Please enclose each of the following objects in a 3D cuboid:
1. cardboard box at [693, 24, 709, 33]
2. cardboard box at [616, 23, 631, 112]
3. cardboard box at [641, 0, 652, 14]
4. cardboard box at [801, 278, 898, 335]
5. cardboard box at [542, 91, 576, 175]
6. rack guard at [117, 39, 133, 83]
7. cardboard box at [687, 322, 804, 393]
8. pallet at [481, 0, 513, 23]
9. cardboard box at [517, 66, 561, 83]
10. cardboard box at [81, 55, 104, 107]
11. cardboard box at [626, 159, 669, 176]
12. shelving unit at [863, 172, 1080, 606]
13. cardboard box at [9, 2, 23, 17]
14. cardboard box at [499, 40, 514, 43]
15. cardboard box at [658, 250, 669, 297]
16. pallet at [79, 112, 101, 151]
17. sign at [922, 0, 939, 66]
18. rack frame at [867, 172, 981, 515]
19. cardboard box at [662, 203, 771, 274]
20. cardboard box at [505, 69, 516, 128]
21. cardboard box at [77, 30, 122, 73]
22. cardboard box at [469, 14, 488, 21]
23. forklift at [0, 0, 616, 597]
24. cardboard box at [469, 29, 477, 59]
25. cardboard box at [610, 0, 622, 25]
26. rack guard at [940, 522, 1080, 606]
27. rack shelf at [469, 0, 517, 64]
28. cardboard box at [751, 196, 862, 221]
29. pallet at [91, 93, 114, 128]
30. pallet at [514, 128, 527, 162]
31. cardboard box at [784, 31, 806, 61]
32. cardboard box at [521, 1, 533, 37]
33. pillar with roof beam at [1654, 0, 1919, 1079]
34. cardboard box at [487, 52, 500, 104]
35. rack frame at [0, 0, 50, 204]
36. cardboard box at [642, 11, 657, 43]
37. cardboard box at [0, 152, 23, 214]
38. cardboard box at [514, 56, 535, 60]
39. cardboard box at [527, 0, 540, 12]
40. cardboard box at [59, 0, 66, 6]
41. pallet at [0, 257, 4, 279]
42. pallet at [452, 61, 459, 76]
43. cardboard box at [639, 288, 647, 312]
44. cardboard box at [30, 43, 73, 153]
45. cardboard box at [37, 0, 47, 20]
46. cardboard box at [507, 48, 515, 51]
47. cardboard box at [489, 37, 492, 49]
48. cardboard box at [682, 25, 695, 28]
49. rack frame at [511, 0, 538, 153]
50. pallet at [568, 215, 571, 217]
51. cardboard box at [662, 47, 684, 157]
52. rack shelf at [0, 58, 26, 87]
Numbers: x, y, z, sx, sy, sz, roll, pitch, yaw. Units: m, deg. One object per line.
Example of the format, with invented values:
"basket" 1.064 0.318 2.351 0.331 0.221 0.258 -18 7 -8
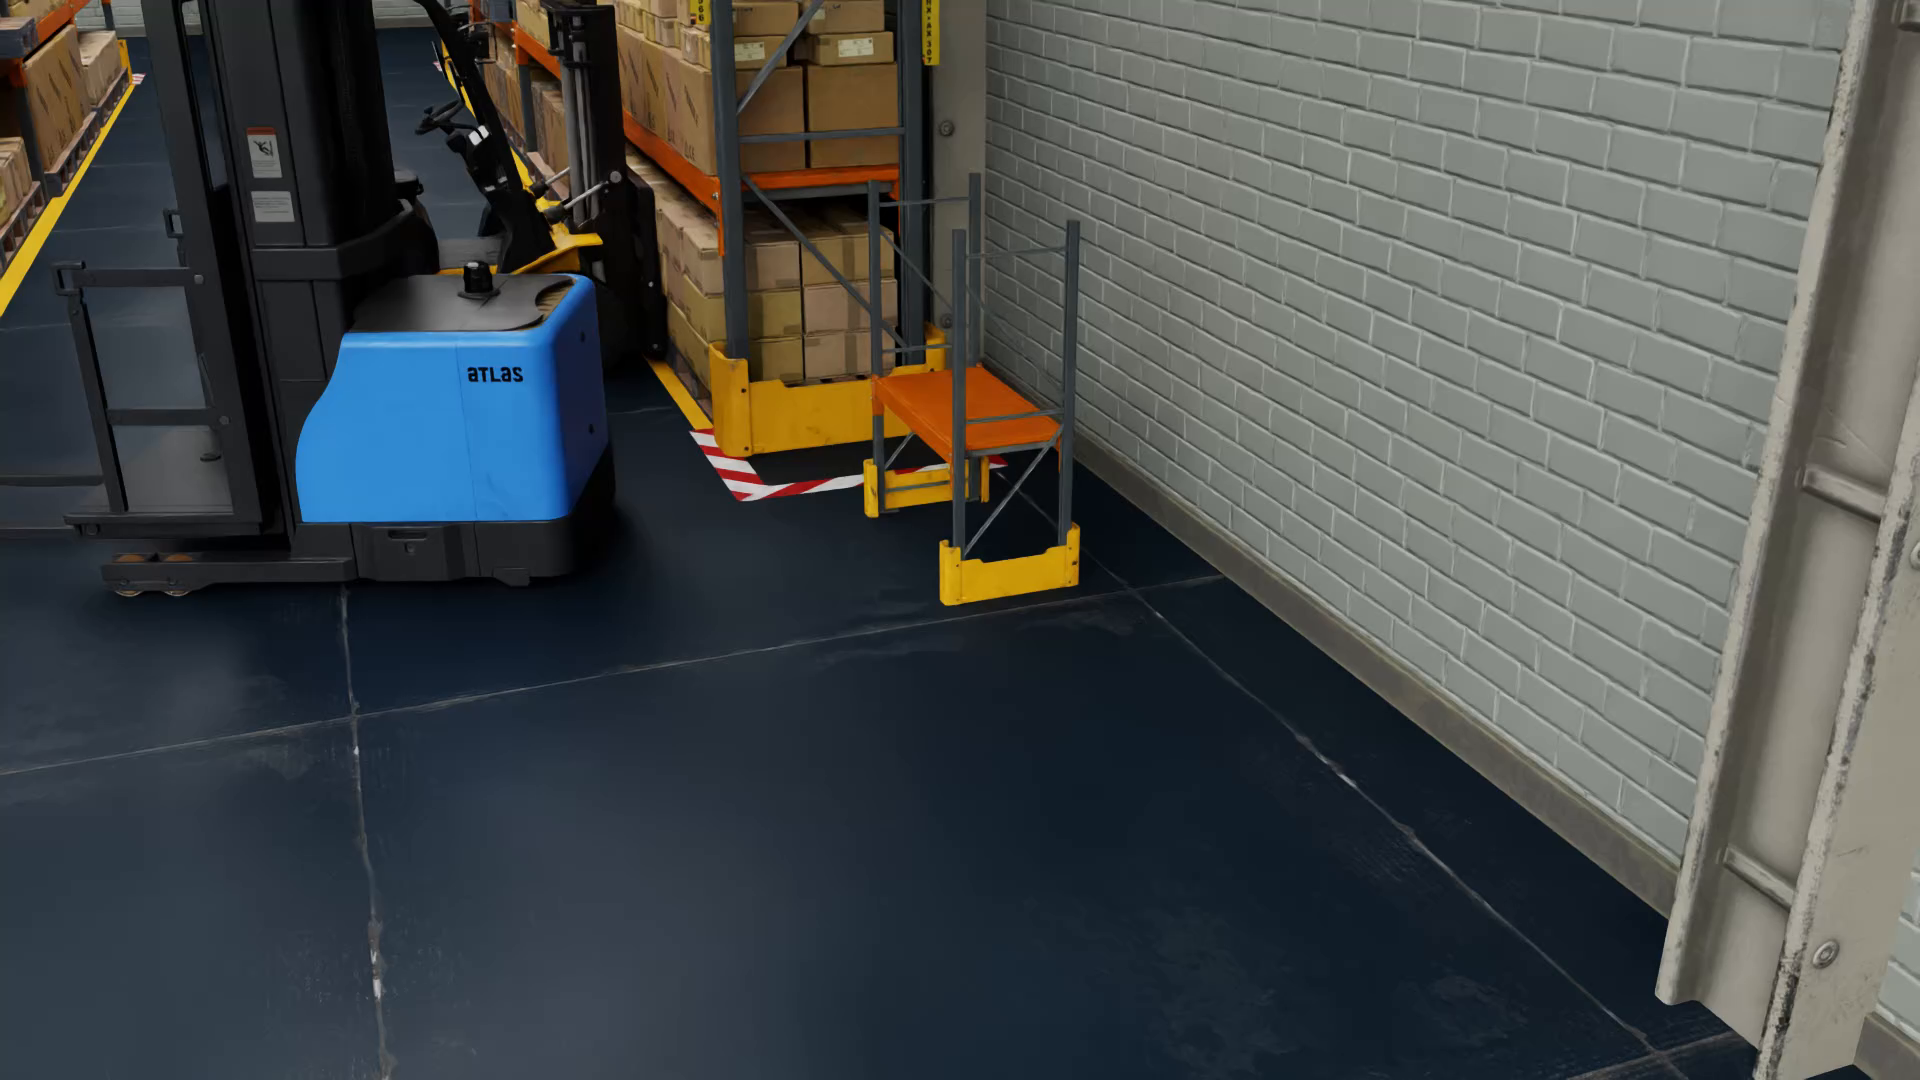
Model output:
"cardboard box" -1.108 -2.604 8.219 0.380 0.149 0.250 -8 24 -19
"cardboard box" -1.790 -2.867 10.061 0.500 0.500 0.500 -9 24 -20
"cardboard box" -1.537 -2.969 9.084 0.380 0.149 0.250 -8 24 -18
"cardboard box" -0.640 -1.292 8.808 0.500 0.250 0.500 -8 24 -18
"cardboard box" -3.049 -3.477 14.153 0.875 0.625 0.625 -8 24 -17
"rack guard" -10.972 -5.923 20.660 1.175 0.500 0.348 -8 24 -19
"cardboard box" -1.130 -0.989 8.734 0.500 0.250 0.500 -8 24 -19
"pallet" -3.800 -4.990 15.475 1.213 0.211 1.003 -8 24 -19
"cardboard box" -3.906 -4.327 15.498 0.380 0.149 0.250 -10 25 -22
"cardboard box" -9.671 -4.869 17.698 0.875 0.438 0.875 -9 24 -20
"cardboard box" -1.846 -2.191 10.298 0.500 0.250 0.500 -7 24 -17
"shelving unit" 0.027 -0.663 6.893 0.587 1.500 1.083 -8 24 -19
"cardboard box" -8.074 -4.303 13.790 0.500 0.250 0.500 -9 24 -20
"cardboard box" -4.649 -5.190 17.544 0.380 0.149 0.250 -9 24 -20
"cardboard box" -1.502 -1.595 9.527 0.500 0.250 0.500 -9 24 -20
"pallet" -9.207 -4.058 16.607 1.003 0.211 1.213 -8 24 -19
"sign" -0.147 -2.445 7.972 0.100 0.325 0.005 -8 24 -19
"rack frame" -0.149 -0.845 7.323 0.500 1.500 0.032 -8 24 -19
"cardboard box" -1.309 -1.632 8.972 0.500 0.250 0.500 -8 24 -18
"cardboard box" -4.199 -4.381 16.460 0.500 0.500 0.500 -7 24 -17
"cardboard box" -10.636 -5.853 20.034 0.875 0.438 0.875 -9 25 -21
"cardboard box" -6.193 -6.557 21.618 0.797 0.503 0.637 -9 25 -21
"forklift" -3.078 -1.330 6.631 3.031 2.935 1.130 0 23 -1
"cardboard box" -5.561 -5.862 19.974 0.700 0.500 0.500 -9 25 -21
"cardboard box" -1.895 -3.202 10.020 0.380 0.149 0.250 -9 24 -20
"rack guard" 0.203 0.093 6.706 0.587 0.250 0.087 -8 24 -19
"rack shelf" -4.201 -5.237 16.740 1.077 0.370 4.000 -8 24 -19
"cardboard box" -0.841 -1.704 9.144 0.500 0.250 0.500 -8 24 -19
"pallet" -9.745 -4.615 17.928 1.003 0.211 1.213 -8 24 -19
"pallet" -3.723 -3.834 16.074 1.003 0.211 1.213 -8 24 -19
"cardboard box" -0.692 -2.520 8.403 0.380 0.149 0.250 -8 24 -19
"cardboard box" -3.393 -4.395 14.008 0.500 0.250 0.500 -9 24 -20
"pillar with roof beam" -1.979 -2.306 1.134 9.100 9.000 0.400 -8 24 -19
"cardboard box" -4.750 -4.938 17.782 0.500 0.500 0.500 -9 24 -20
"rack frame" -8.137 -4.160 13.257 1.000 3.000 0.127 -8 24 -19
"cardboard box" -1.529 -2.831 9.140 0.380 0.149 0.250 -8 24 -19
"cardboard box" -7.678 -2.669 12.562 0.950 0.372 0.625 -9 24 -20
"cardboard box" -4.134 -4.626 16.207 0.380 0.149 0.250 -8 24 -17
"cardboard box" -3.223 -4.434 13.457 0.500 0.250 0.500 -9 24 -20
"cardboard box" -9.156 -5.416 16.430 0.500 0.250 0.500 -9 24 -20
"pallet" -7.000 -1.704 11.021 1.003 0.211 1.213 -8 24 -19
"pallet" -6.011 -6.147 21.562 1.003 0.211 1.213 -8 24 -19
"cardboard box" -1.670 -1.540 10.041 0.500 0.250 0.500 -8 24 -17
"cardboard box" -8.614 -3.961 14.981 0.875 0.875 0.875 -8 24 -18
"cardboard box" -8.630 -4.857 15.106 0.500 0.250 0.500 -8 24 -19
"cardboard box" -4.387 -4.909 16.878 0.380 0.149 0.250 -8 24 -19
"cardboard box" -5.030 -5.469 18.207 0.380 0.149 0.250 -7 24 -16
"cardboard box" -1.206 -2.559 8.496 0.380 0.149 0.250 -8 24 -18
"rack frame" -3.495 -4.842 14.876 1.000 3.000 0.127 -8 24 -19
"pallet" -2.378 -2.366 12.592 1.003 0.211 1.213 -8 24 -19
"cardboard box" -1.263 -2.314 8.749 0.500 0.500 0.500 -8 24 -17
"rack shelf" -7.430 -3.102 11.673 1.077 0.370 4.000 -8 24 -19
